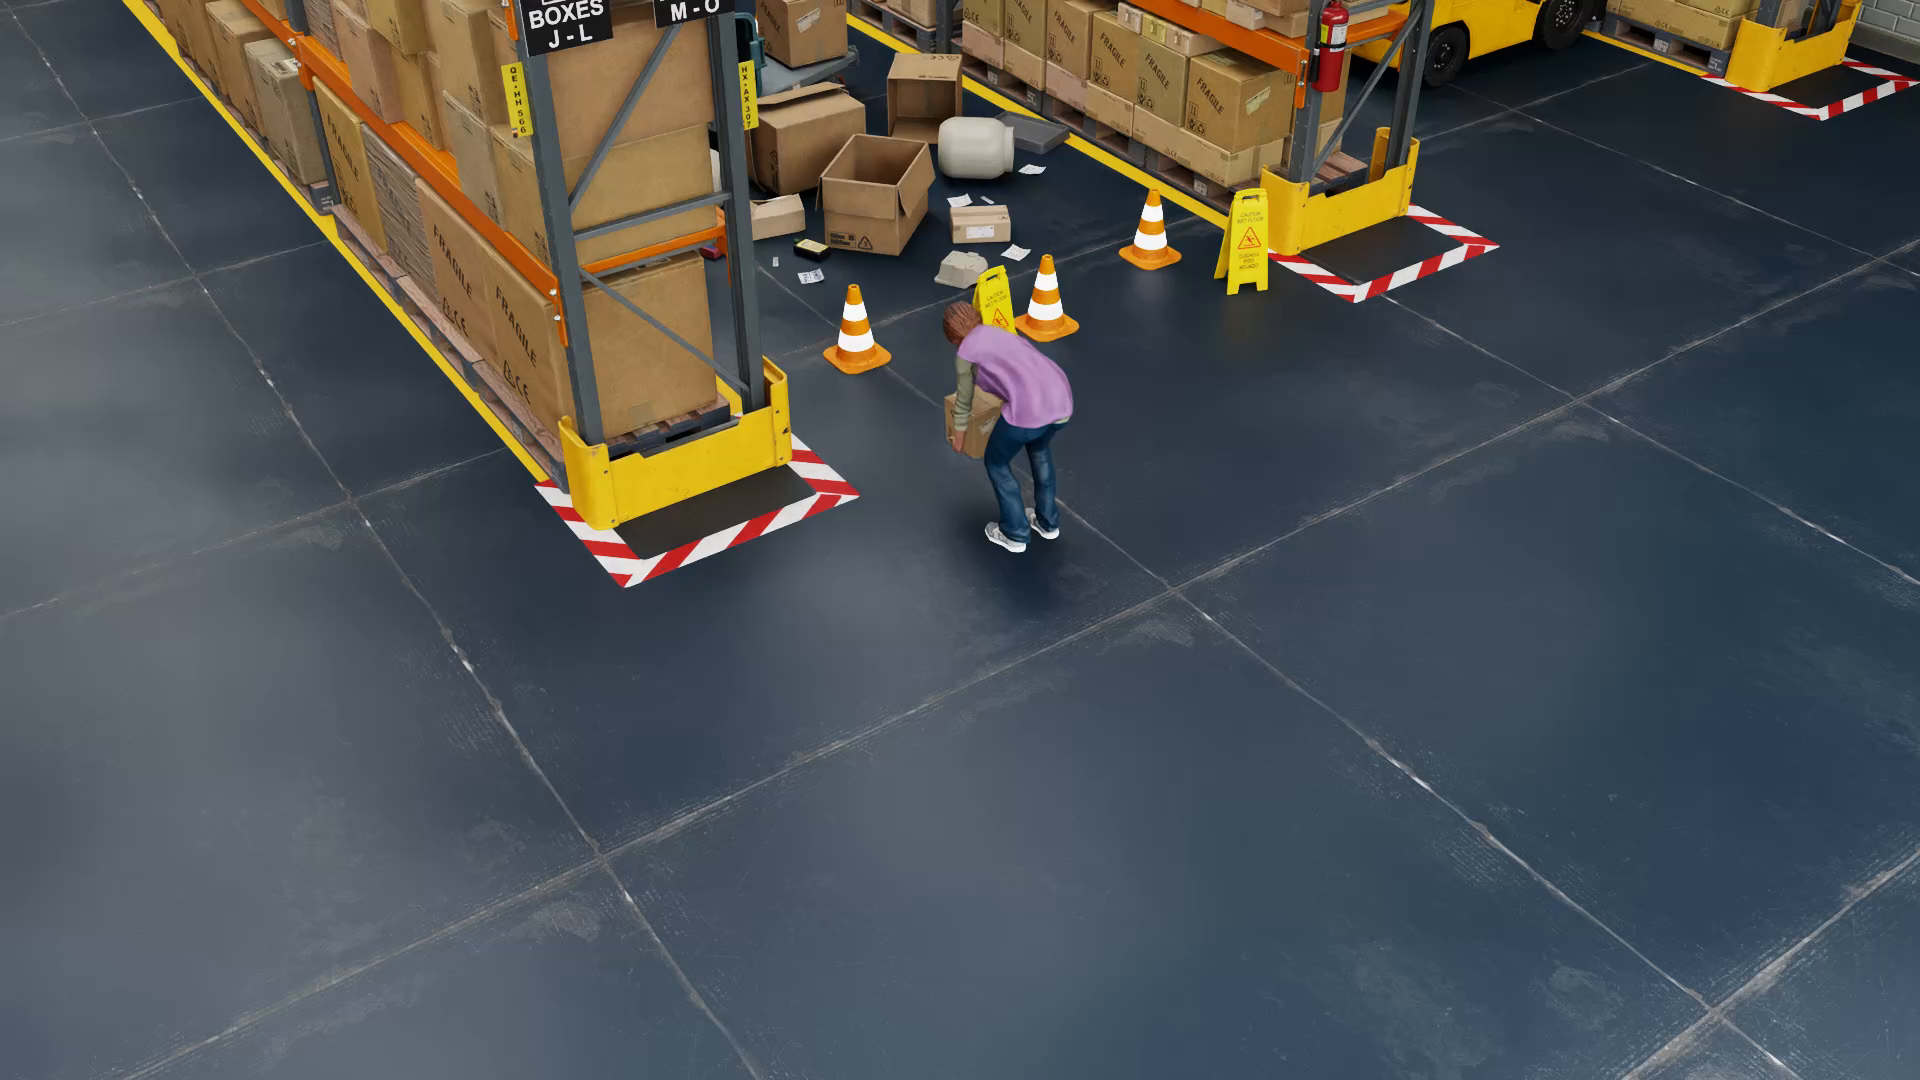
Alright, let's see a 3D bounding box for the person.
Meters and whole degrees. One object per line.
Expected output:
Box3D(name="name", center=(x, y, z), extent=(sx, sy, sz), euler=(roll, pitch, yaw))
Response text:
Box3D(name="person", center=(0.200, -0.555, 8.174), extent=(0.388, 1.090, 0.858), euler=(-24, 43, -29))
